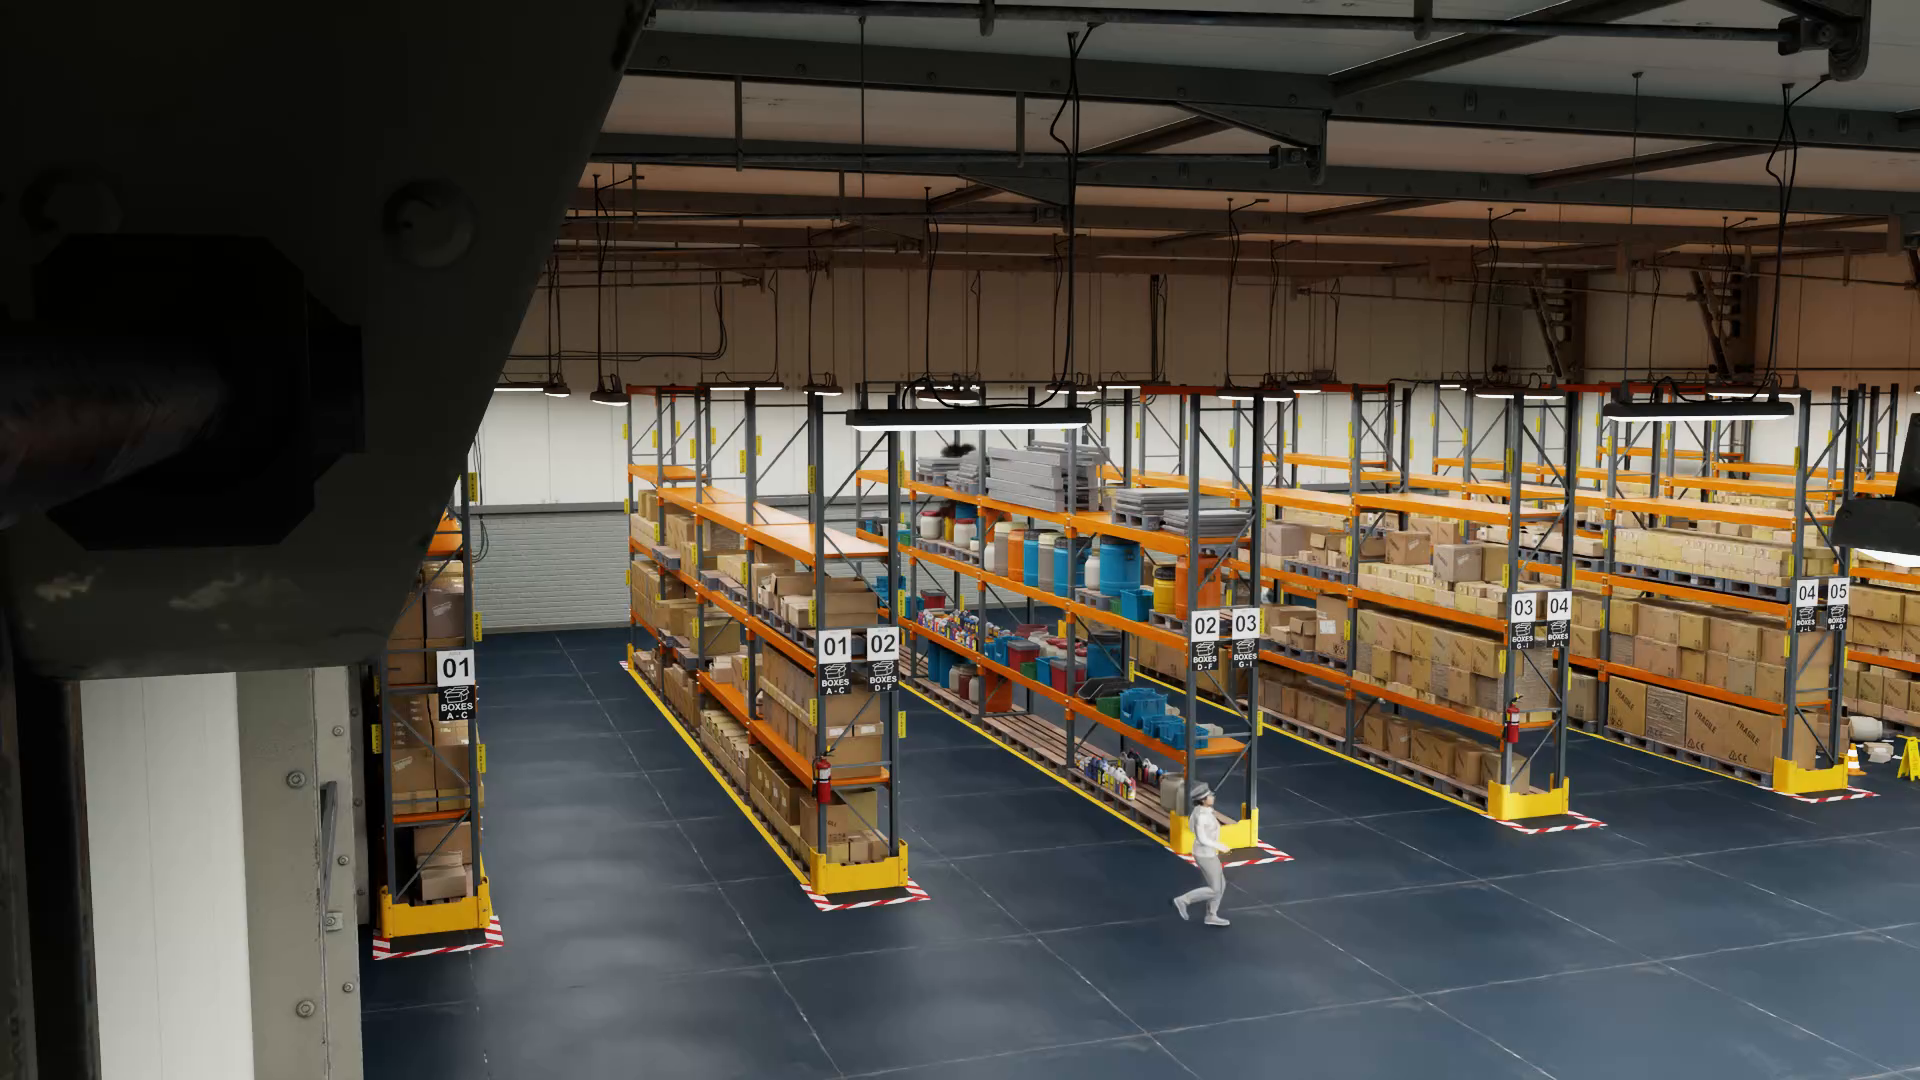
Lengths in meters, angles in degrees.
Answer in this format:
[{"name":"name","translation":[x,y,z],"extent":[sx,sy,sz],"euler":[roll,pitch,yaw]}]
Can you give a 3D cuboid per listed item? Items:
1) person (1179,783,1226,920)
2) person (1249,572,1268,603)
[{"name":"person","translation":[2.749,3.534,18.858],"extent":[0.554,1.593,0.385],"euler":[0,6,1]},{"name":"person","translation":[7.656,1.123,41.985],"extent":[0.880,1.777,0.598],"euler":[-5,8,-42]}]
